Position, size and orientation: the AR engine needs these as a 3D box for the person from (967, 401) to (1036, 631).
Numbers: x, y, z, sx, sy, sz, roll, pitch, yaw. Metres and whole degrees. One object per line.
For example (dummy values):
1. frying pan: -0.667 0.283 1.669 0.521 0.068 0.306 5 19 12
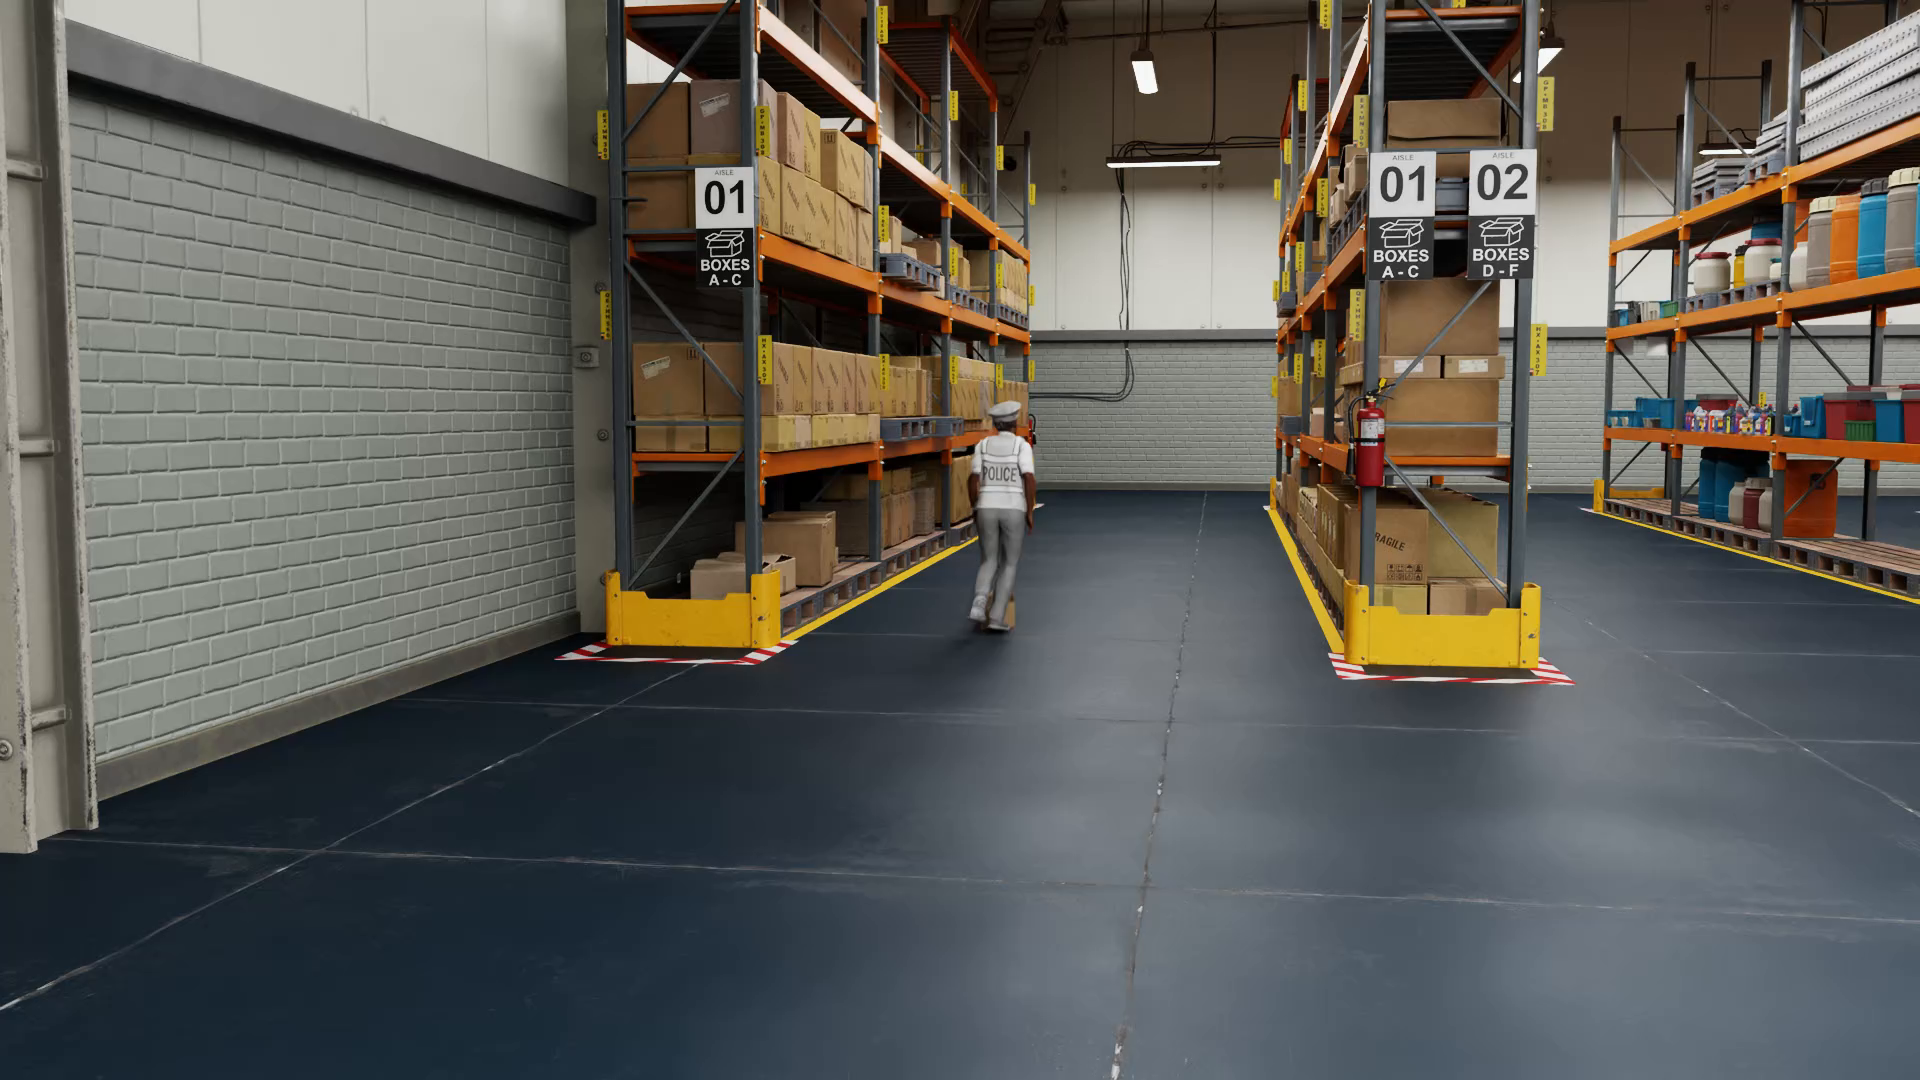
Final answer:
1. person: 0.292 -0.167 11.948 0.522 1.667 0.542 1 5 15
